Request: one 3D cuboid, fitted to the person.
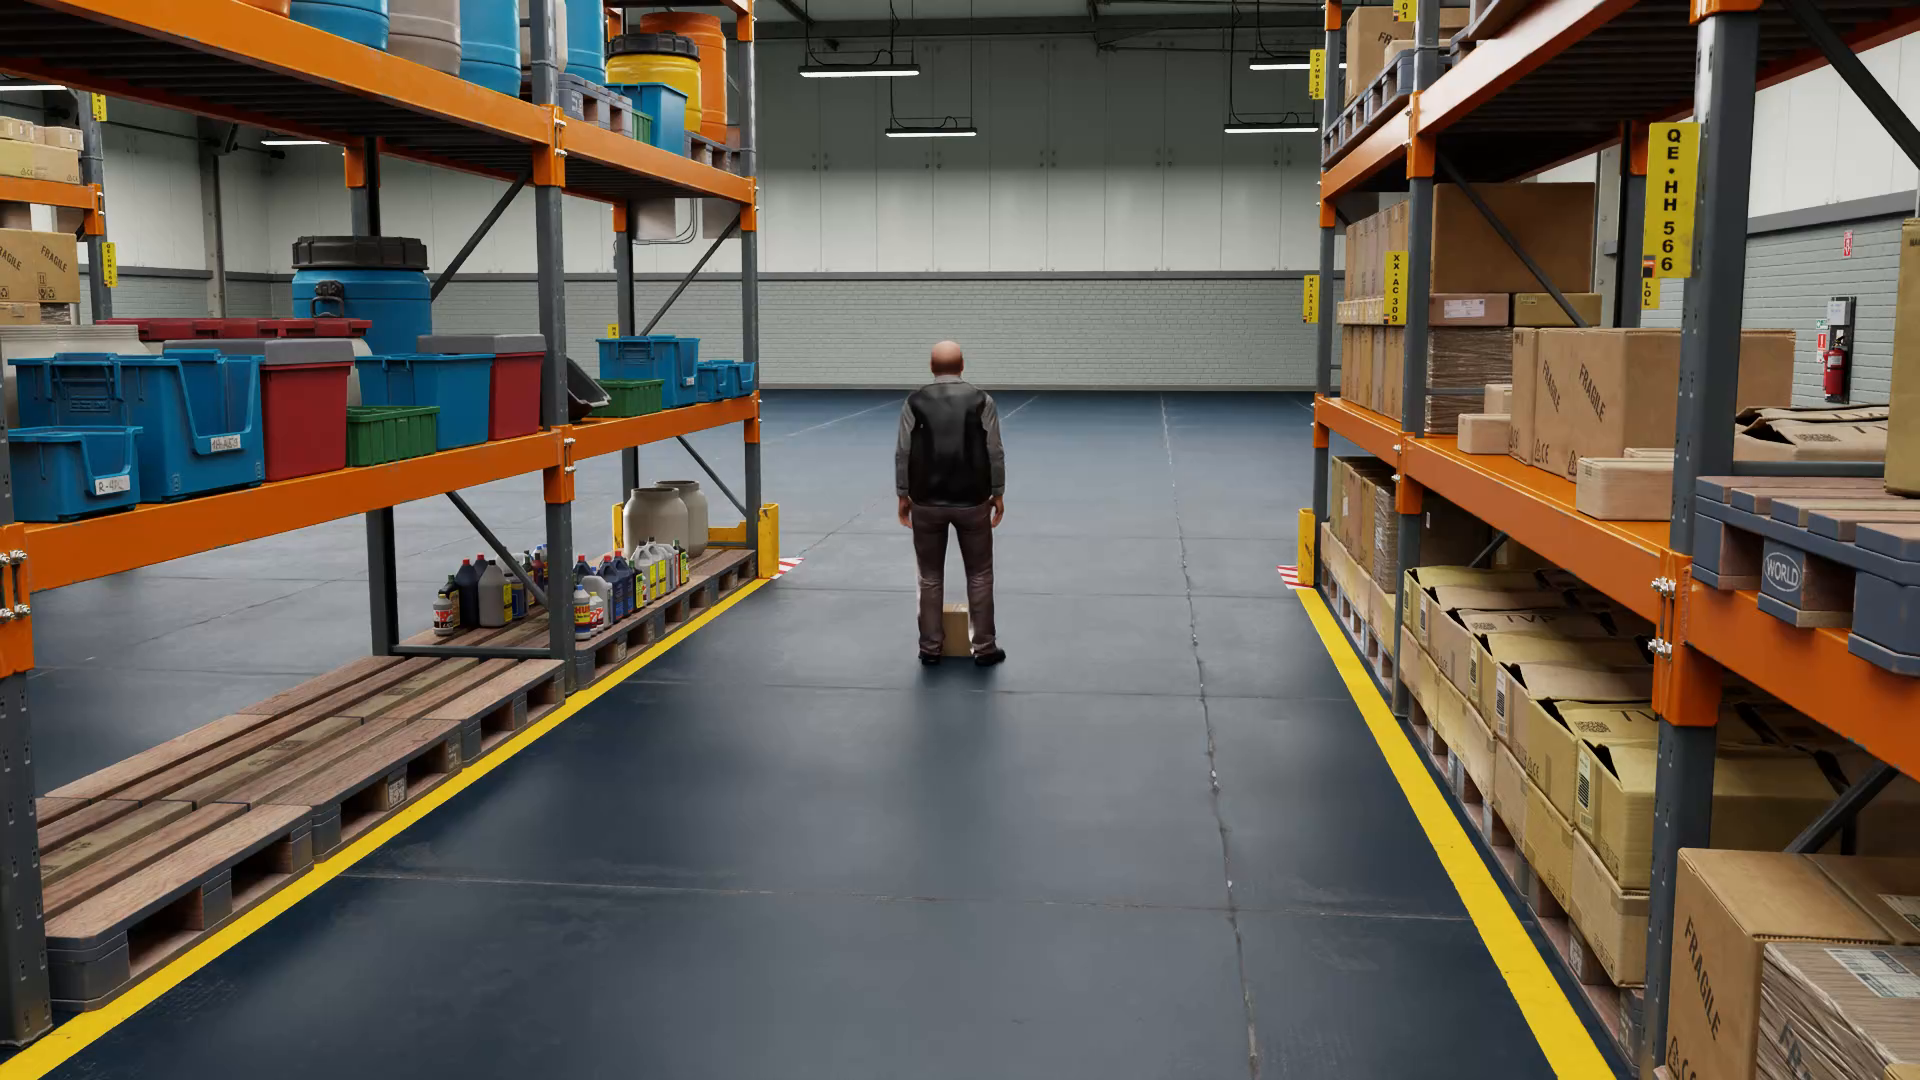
[{"bbox_3d":[-0.050,-0.193,8.843,0.592,1.720,0.425,0,8,3],"label":"person"}]
